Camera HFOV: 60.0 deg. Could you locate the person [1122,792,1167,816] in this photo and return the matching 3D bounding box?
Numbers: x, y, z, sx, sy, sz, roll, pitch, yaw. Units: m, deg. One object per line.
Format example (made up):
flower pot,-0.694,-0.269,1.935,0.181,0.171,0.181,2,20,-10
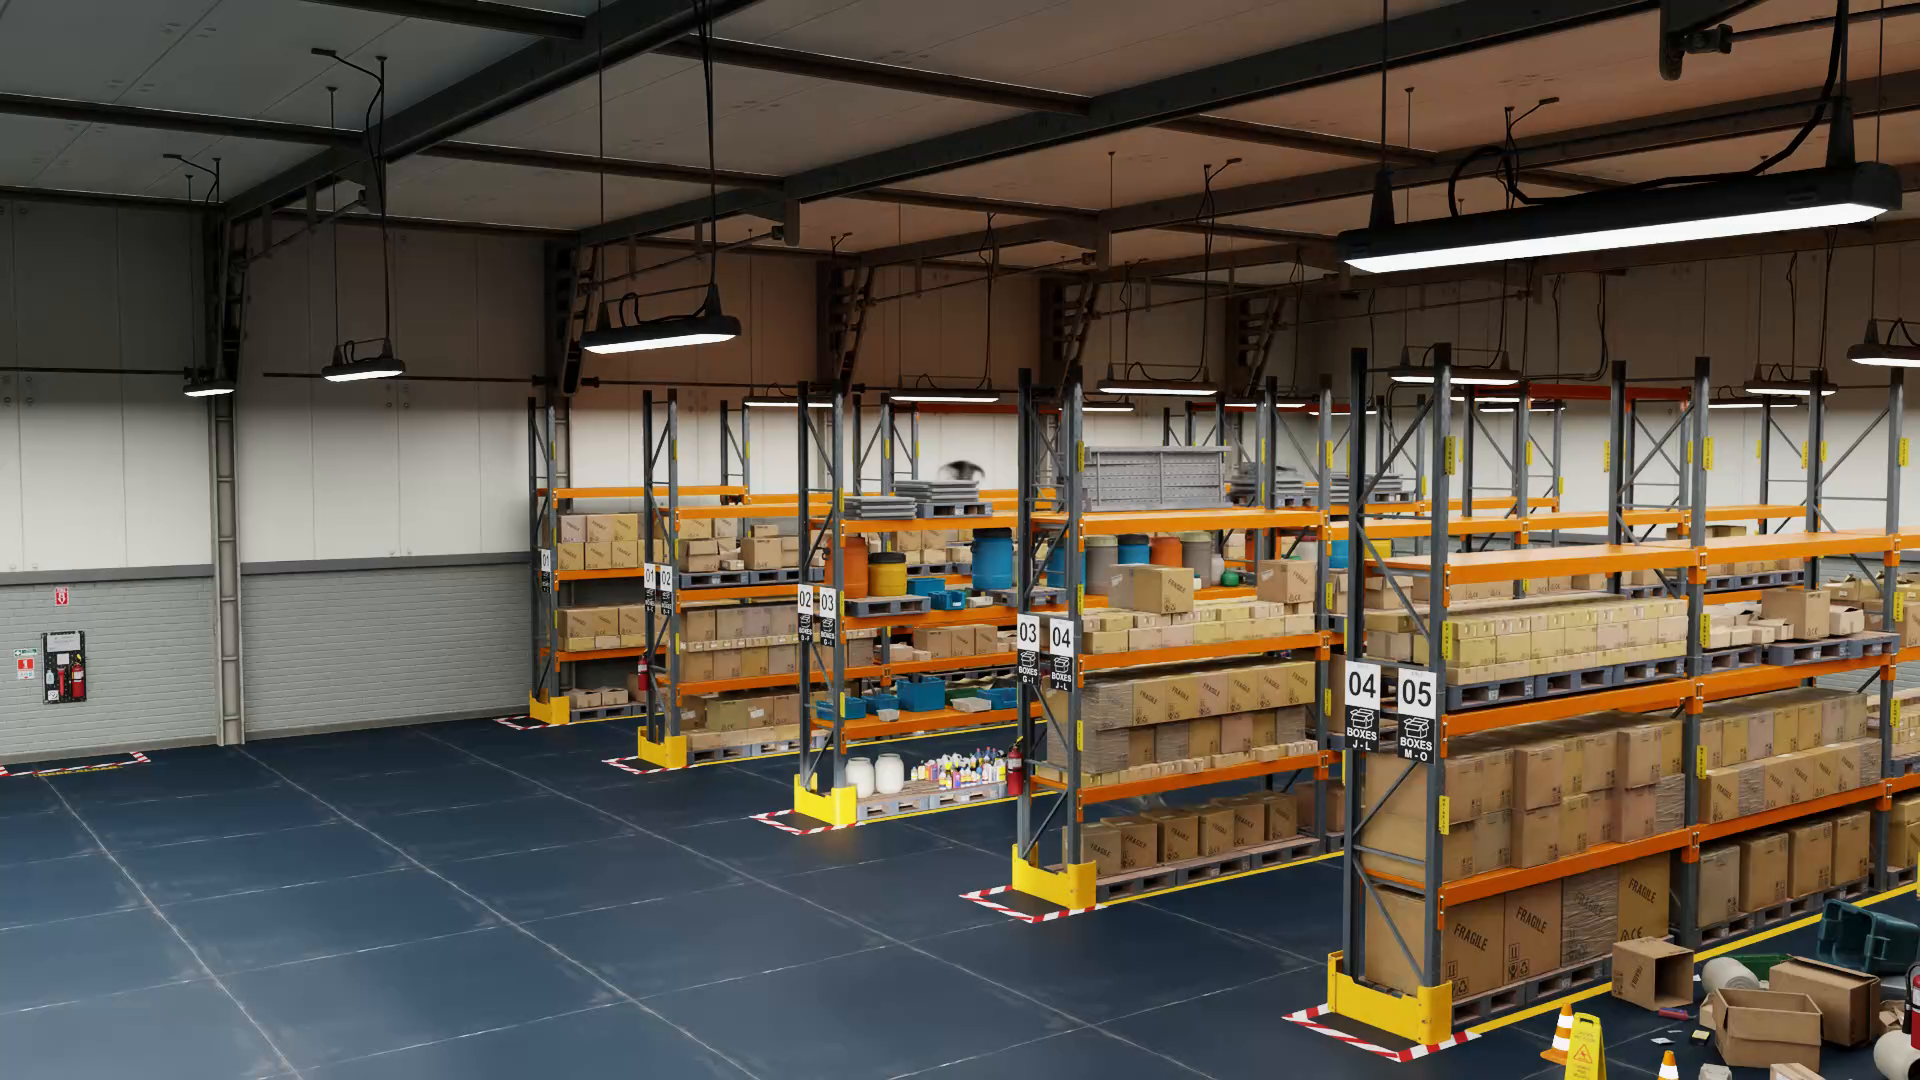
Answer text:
person,2.415,3.031,22.038,0.971,1.627,0.667,-2,4,-31
